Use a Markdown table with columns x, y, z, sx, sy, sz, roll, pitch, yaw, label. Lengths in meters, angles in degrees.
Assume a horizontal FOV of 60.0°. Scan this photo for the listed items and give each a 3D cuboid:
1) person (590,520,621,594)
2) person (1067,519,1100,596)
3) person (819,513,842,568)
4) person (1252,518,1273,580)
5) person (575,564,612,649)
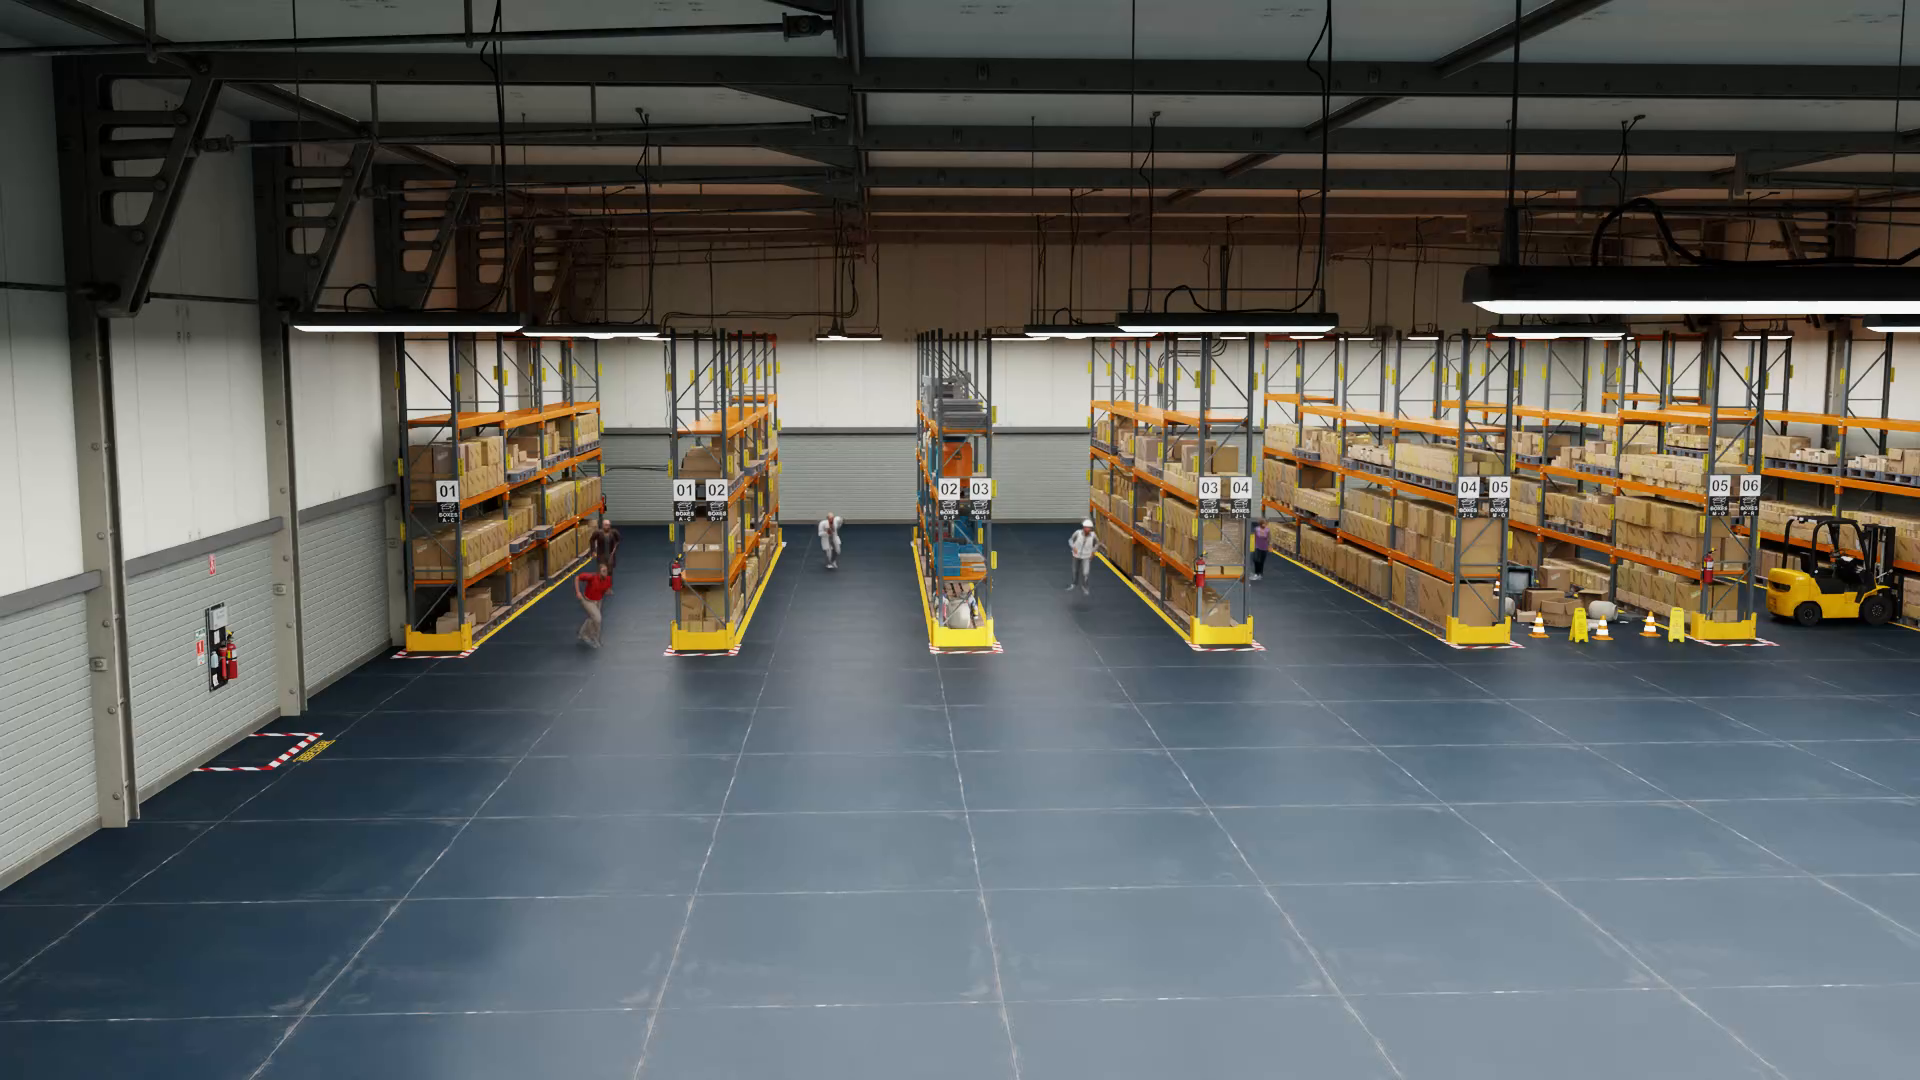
| x | y | z | sx | sy | sz | roll | pitch | yaw | label |
| --- | --- | --- | --- | --- | --- | --- | --- | --- | --- |
| -8.148 | 0.423 | 38.272 | 0.696 | 1.608 | 0.744 | -3 | 7 | -21 | person |
| 2.679 | 0.365 | 36.286 | 0.733 | 1.690 | 0.788 | 1 | 7 | 12 | person |
| -3.259 | 0.017 | 42.084 | 0.724 | 1.488 | 1.054 | -2 | 7 | -19 | person |
| 7.291 | 0.214 | 40.184 | 0.527 | 1.530 | 0.728 | 1 | 7 | 8 | person |
| -6.962 | 1.258 | 31.439 | 1.009 | 1.676 | 0.710 | 6 | 9 | 42 | person |
